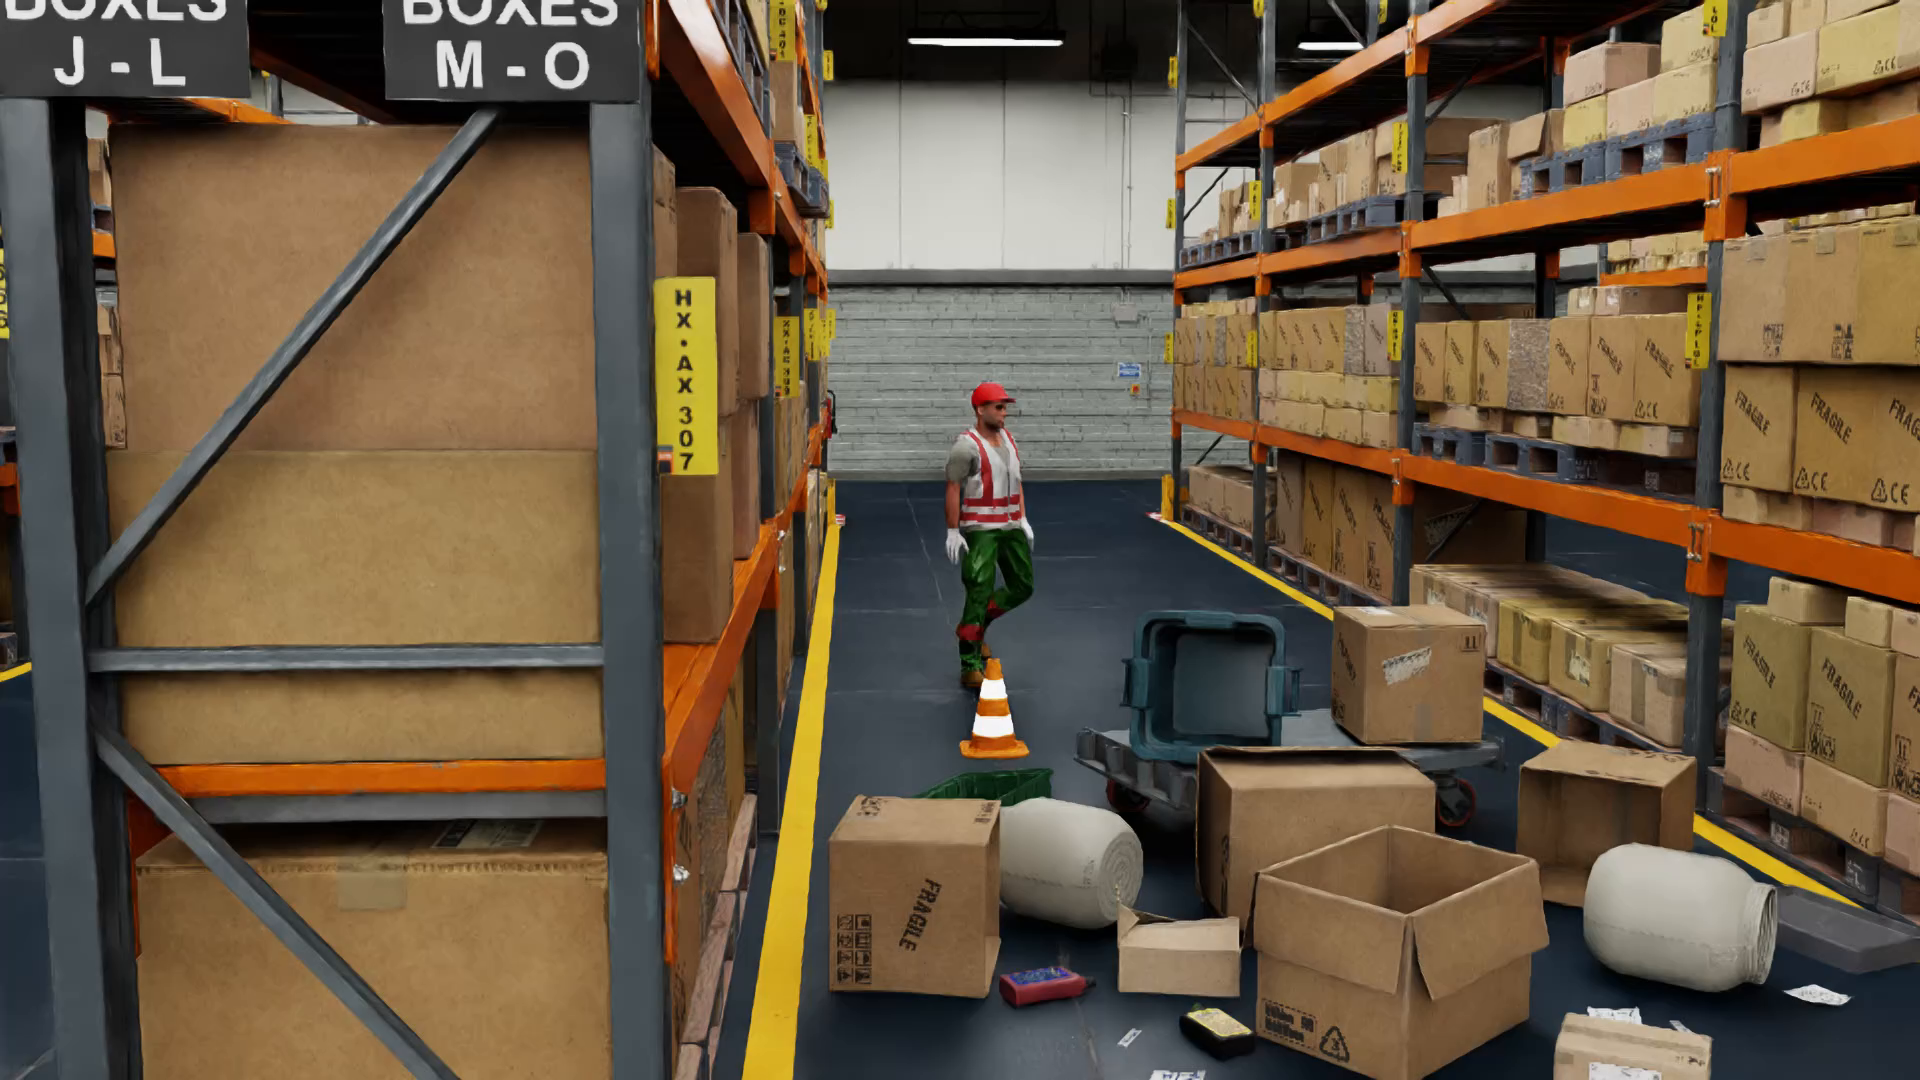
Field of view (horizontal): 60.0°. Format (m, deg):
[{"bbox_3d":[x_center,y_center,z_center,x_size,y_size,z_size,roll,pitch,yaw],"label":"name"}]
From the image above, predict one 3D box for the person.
[{"bbox_3d":[0.127,-0.056,9.965,0.633,1.782,0.654,6,9,42],"label":"person"}]
